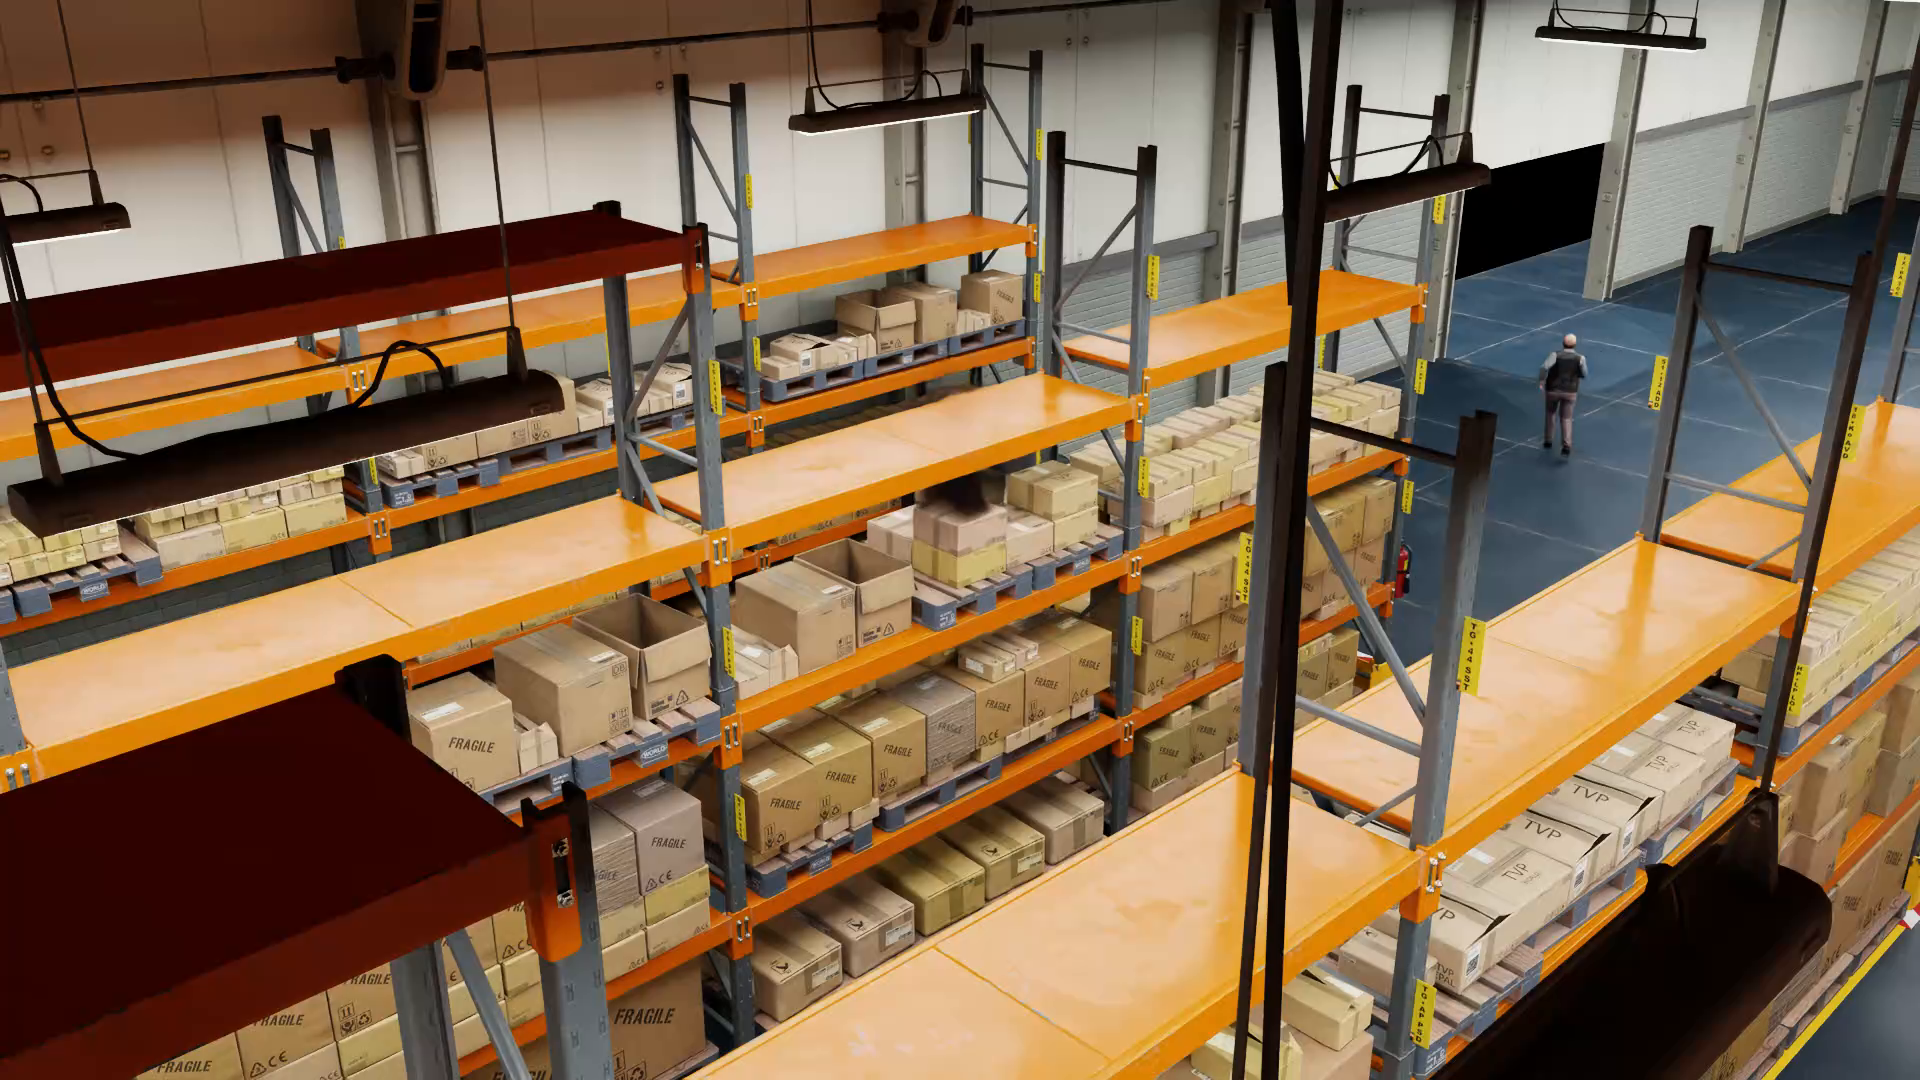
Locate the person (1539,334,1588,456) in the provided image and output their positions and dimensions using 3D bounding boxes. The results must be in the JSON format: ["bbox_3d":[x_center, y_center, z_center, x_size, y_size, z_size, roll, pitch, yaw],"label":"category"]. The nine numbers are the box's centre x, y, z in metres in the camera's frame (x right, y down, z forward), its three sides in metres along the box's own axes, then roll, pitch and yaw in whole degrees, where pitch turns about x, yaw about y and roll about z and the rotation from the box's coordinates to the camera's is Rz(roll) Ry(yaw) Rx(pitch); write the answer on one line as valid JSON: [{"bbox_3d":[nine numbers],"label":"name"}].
[{"bbox_3d":[8.498,-2.034,23.523,0.665,1.757,0.945,7,23,16],"label":"person"}]
